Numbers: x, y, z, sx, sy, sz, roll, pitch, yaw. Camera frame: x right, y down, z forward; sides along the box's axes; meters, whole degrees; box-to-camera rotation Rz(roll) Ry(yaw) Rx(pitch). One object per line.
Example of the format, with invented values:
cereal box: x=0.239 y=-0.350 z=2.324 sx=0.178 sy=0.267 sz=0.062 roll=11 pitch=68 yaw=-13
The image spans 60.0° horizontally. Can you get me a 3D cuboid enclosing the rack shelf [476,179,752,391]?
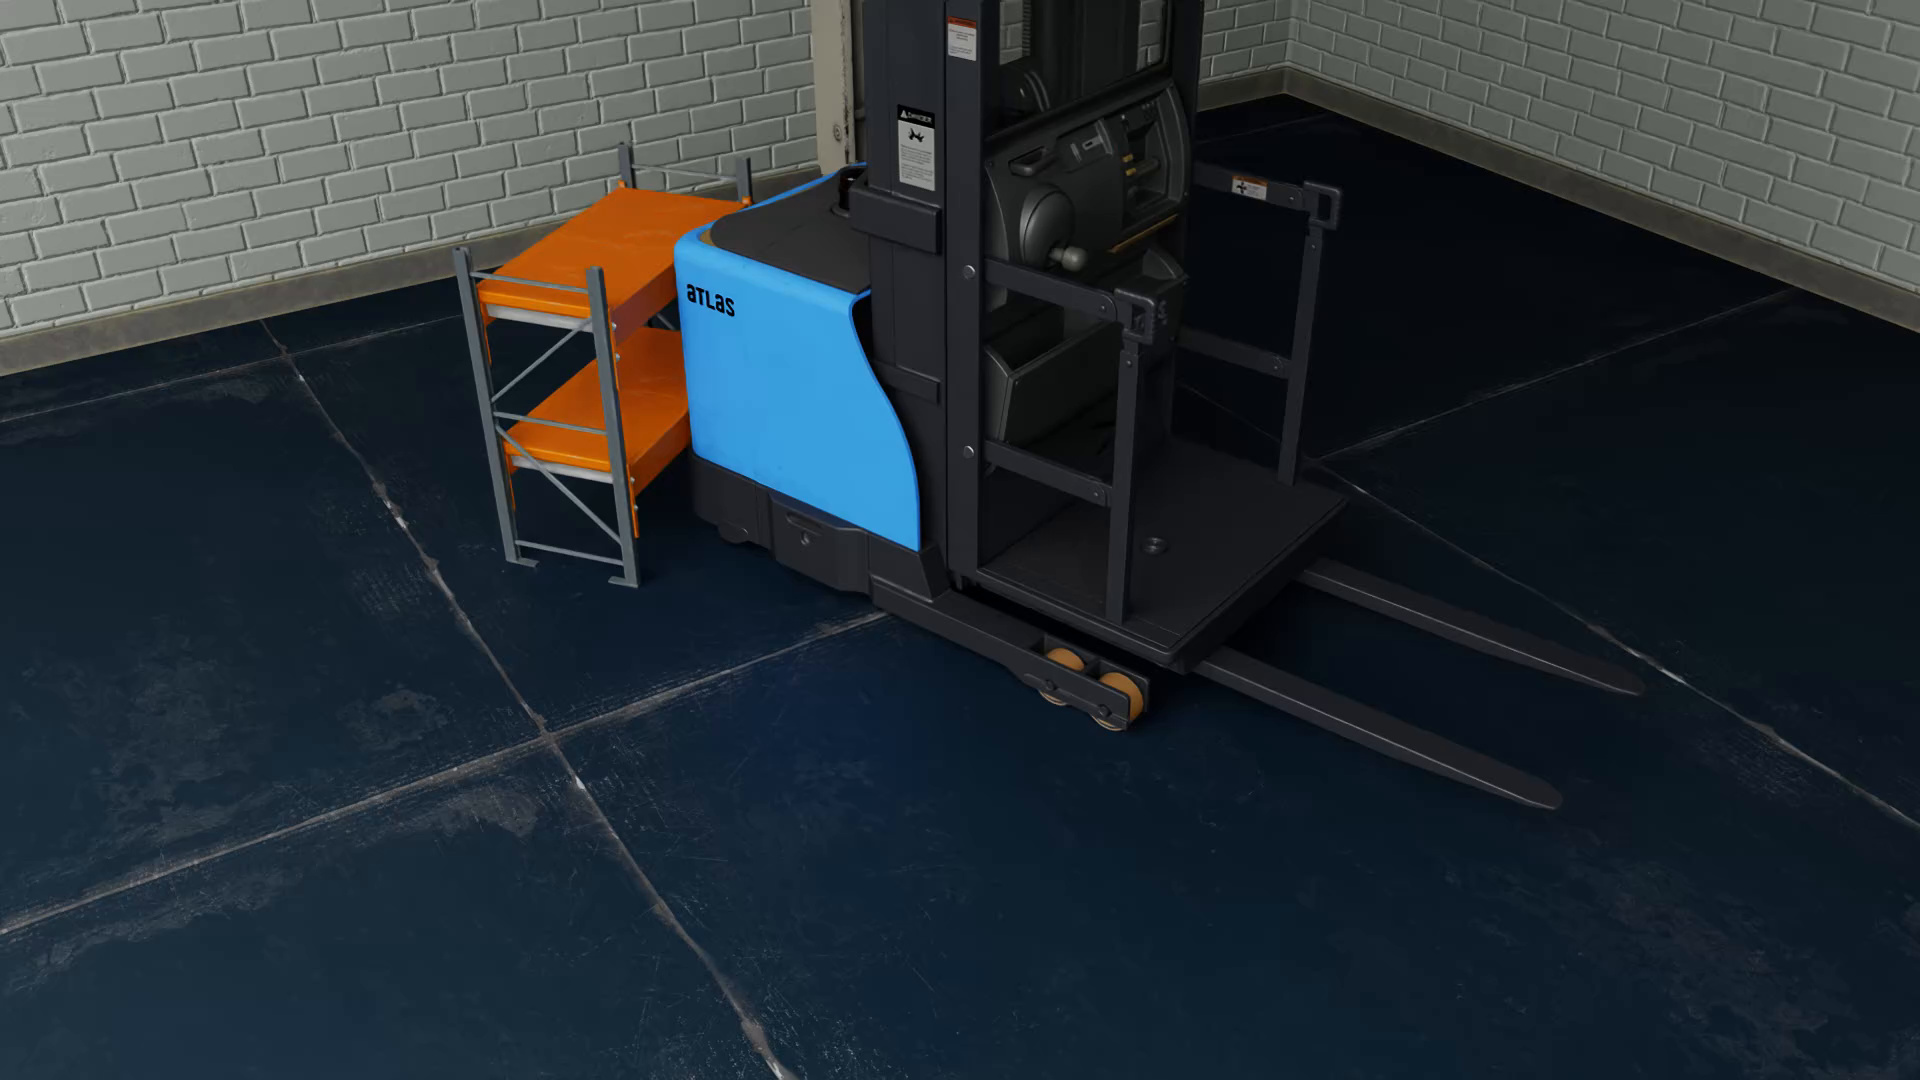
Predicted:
rack shelf: x=-1.131 y=-0.872 z=5.529 sx=0.538 sy=0.278 sz=1.000 roll=10 pitch=34 yaw=16

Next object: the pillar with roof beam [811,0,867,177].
pillar with roof beam: x=1.854 y=-3.658 z=3.114 sx=0.400 sy=9.000 sz=9.100 roll=-19 pitch=37 yaw=-27

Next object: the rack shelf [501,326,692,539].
rack shelf: x=-1.131 y=-0.418 z=5.816 sx=0.538 sy=0.278 sz=1.000 roll=10 pitch=34 yaw=16

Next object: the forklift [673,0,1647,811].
forklift: x=0.542 y=-1.004 z=4.594 sx=3.031 sy=2.935 sz=1.130 roll=23 pitch=39 yaw=32

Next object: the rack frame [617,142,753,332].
rack frame: x=-0.964 y=-0.881 z=6.092 sx=0.500 sy=1.125 sz=0.032 roll=10 pitch=34 yaw=16

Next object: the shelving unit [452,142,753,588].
shelving unit: x=-1.131 y=-0.624 z=5.686 sx=0.538 sy=1.125 sz=1.048 roll=10 pitch=34 yaw=16

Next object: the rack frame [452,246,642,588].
rack frame: x=-1.298 y=-0.368 z=5.279 sx=0.500 sy=1.125 sz=0.032 roll=10 pitch=34 yaw=16
